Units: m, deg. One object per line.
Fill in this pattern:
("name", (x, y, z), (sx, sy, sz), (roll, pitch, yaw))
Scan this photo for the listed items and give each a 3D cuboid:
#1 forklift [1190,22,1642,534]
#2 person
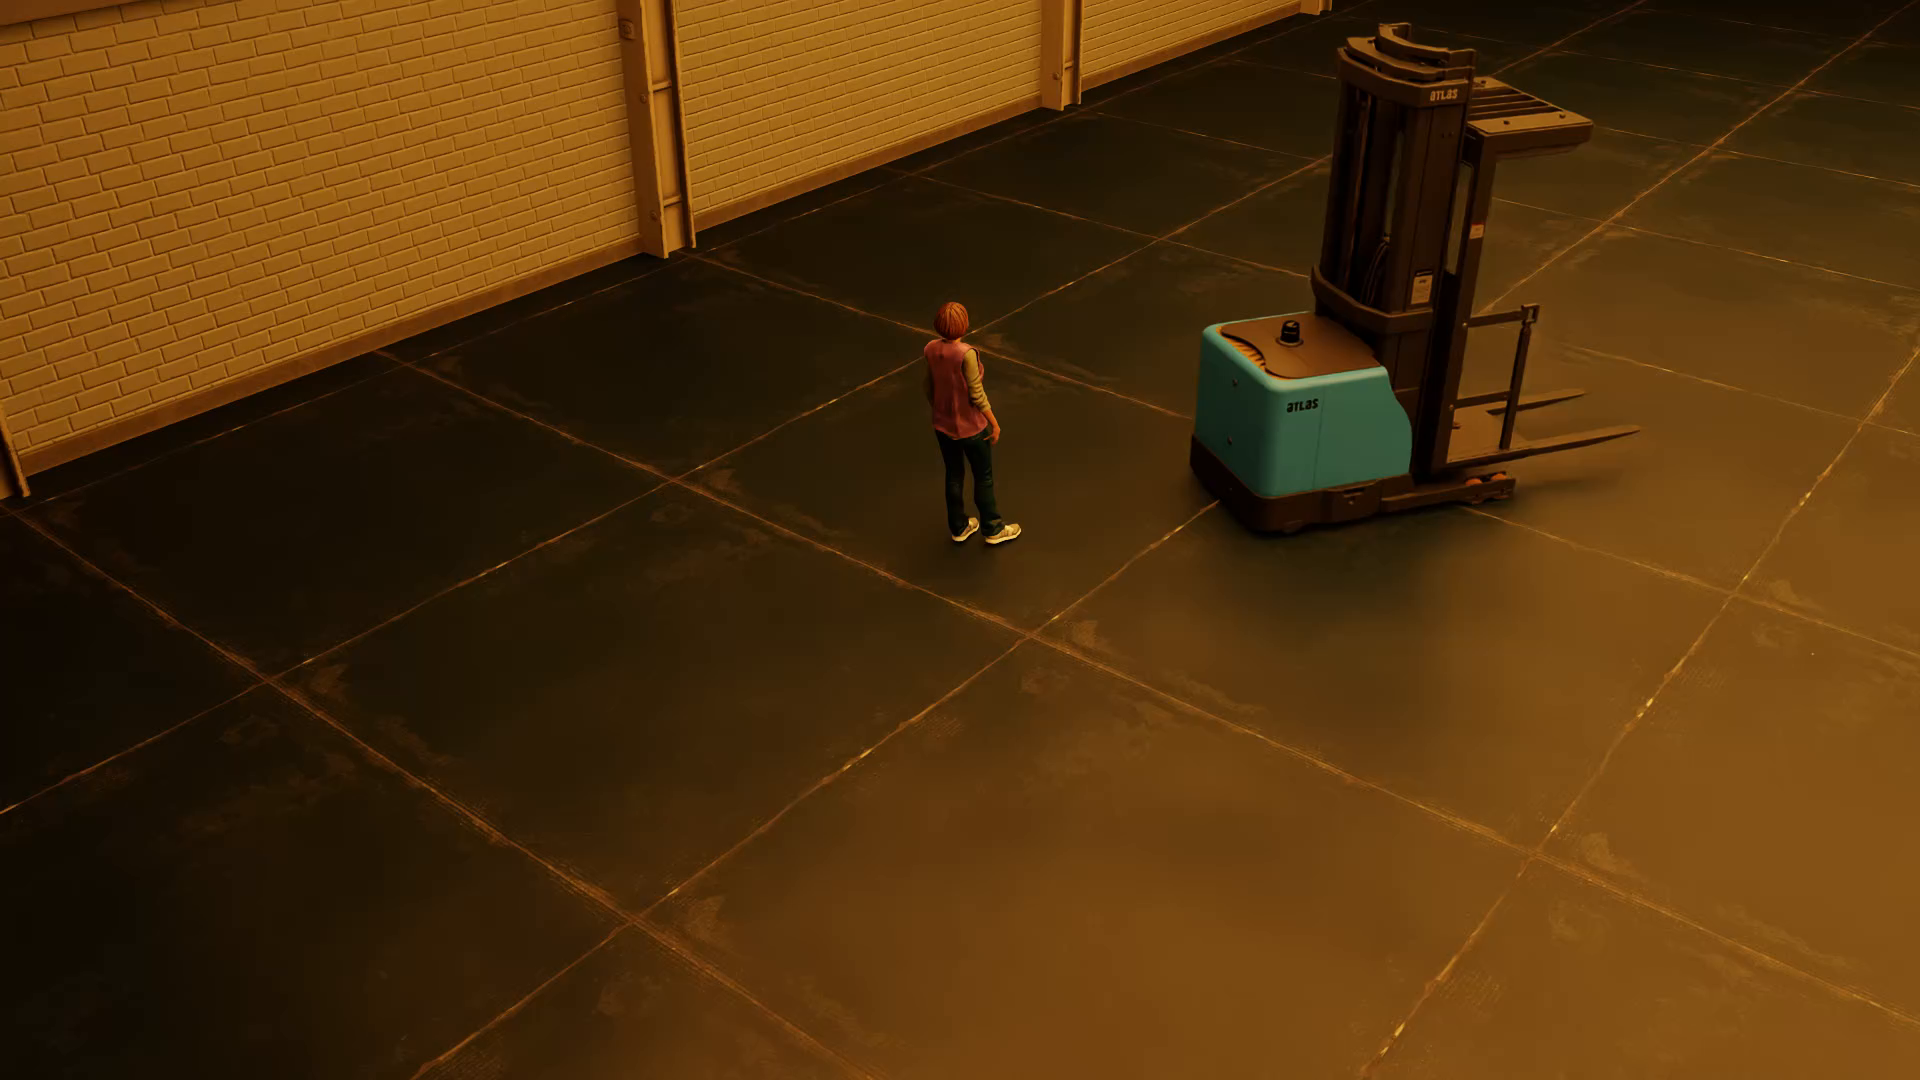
("forklift", (3.124, -1.741, 10.575), (3.031, 2.935, 1.130), (-10, 32, -16))
("person", (0.058, -0.721, 10.136), (0.520, 1.599, 0.473), (22, 37, 33))
